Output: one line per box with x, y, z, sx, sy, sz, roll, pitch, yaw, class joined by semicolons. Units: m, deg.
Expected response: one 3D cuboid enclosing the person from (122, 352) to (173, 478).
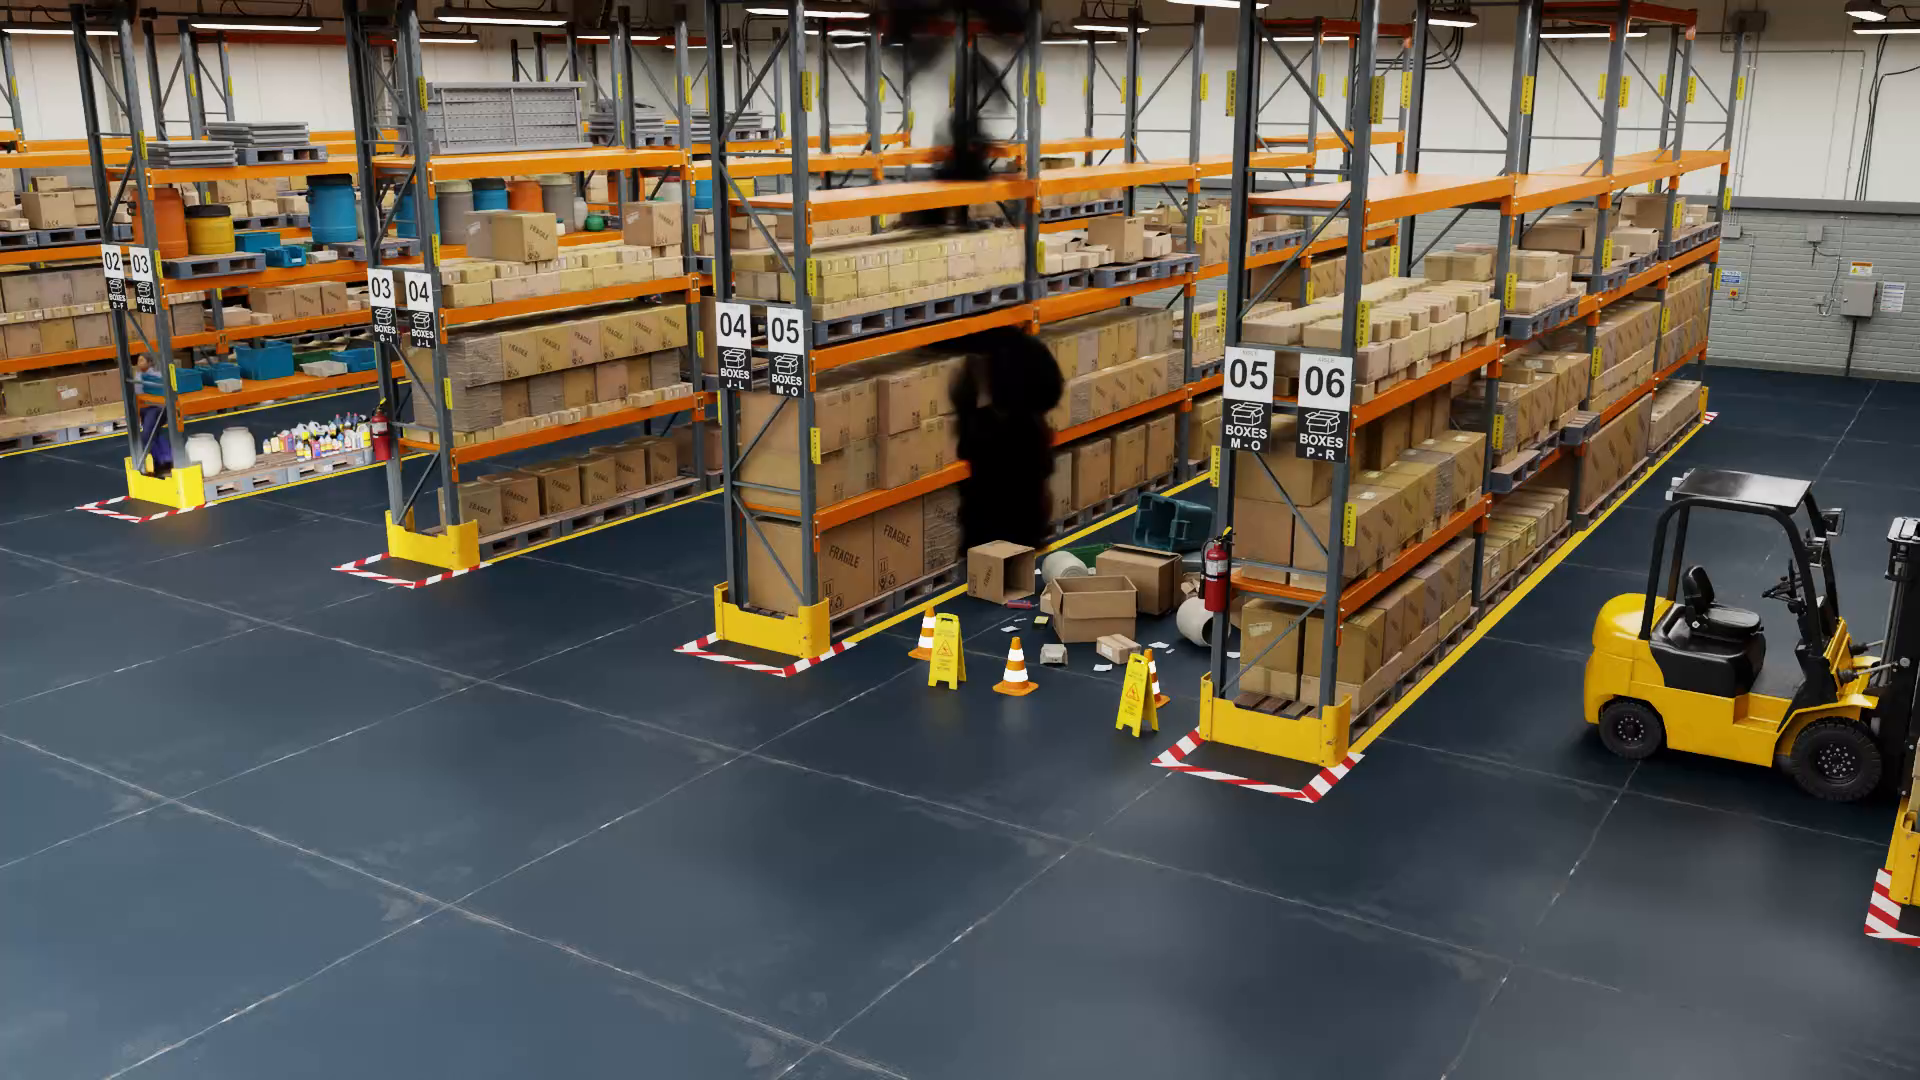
-10.767;-1.654;22.174;0.595;1.709;0.698;8;18;27;person

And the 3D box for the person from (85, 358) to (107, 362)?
-14.072;-3.075;27.189;0.546;1.766;0.756;7;17;25;person
